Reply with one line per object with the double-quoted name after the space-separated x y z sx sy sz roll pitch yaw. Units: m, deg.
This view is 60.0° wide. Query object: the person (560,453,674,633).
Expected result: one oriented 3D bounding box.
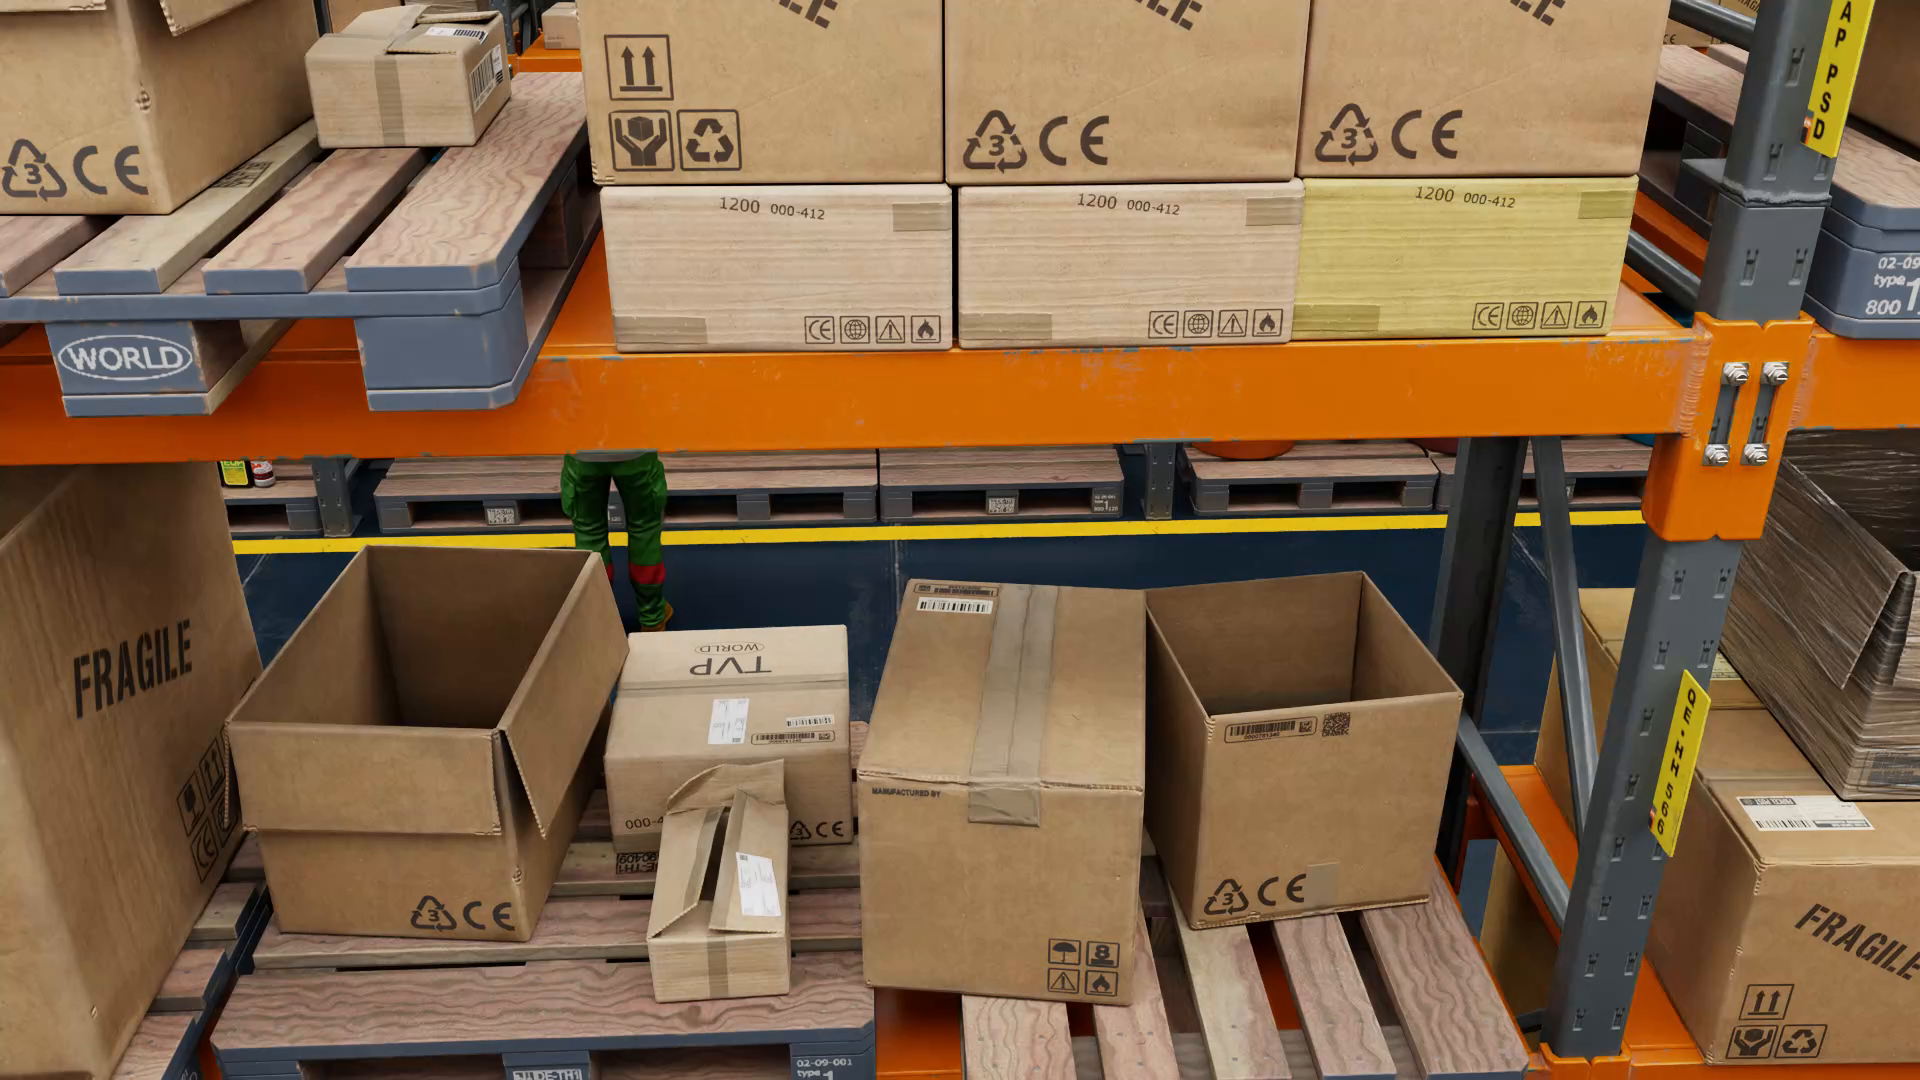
-1.462 -0.427 6.928 0.494 1.781 0.570 -1 27 -2 "person"
